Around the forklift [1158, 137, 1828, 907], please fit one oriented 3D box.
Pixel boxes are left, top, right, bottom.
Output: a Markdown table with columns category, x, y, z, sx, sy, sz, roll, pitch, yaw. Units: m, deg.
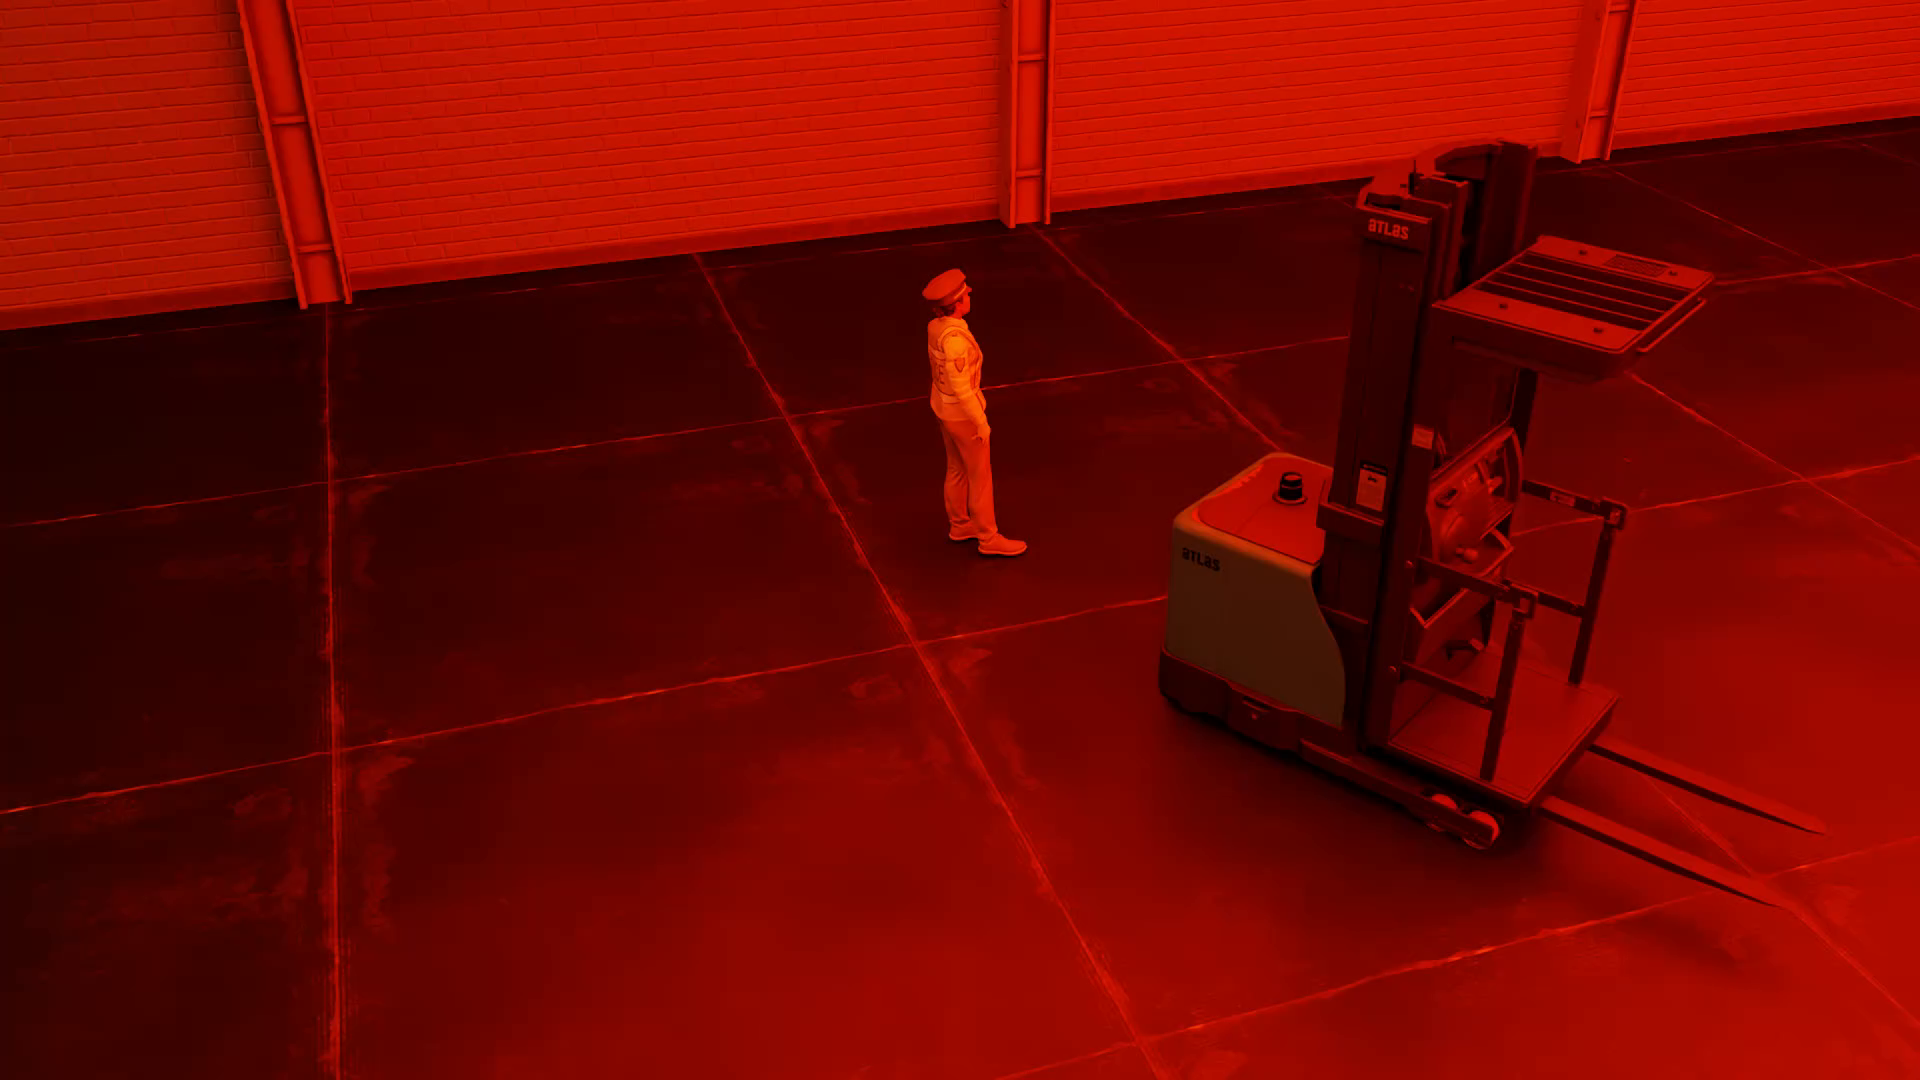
| category | x | y | z | sx | sy | sz | roll | pitch | yaw |
| --- | --- | --- | --- | --- | --- | --- | --- | --- | --- |
| forklift | 2.474 | -0.163 | 7.370 | 3.031 | 2.935 | 1.130 | 23 | 37 | 34 |

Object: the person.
| category | x | y | z | sx | sy | sz | roll | pitch | yaw |
| --- | --- | --- | --- | --- | --- | --- | --- | --- | --- |
| person | 0.068 | -0.748 | 9.613 | 0.530 | 1.694 | 0.587 | -10 | 31 | -16 |
